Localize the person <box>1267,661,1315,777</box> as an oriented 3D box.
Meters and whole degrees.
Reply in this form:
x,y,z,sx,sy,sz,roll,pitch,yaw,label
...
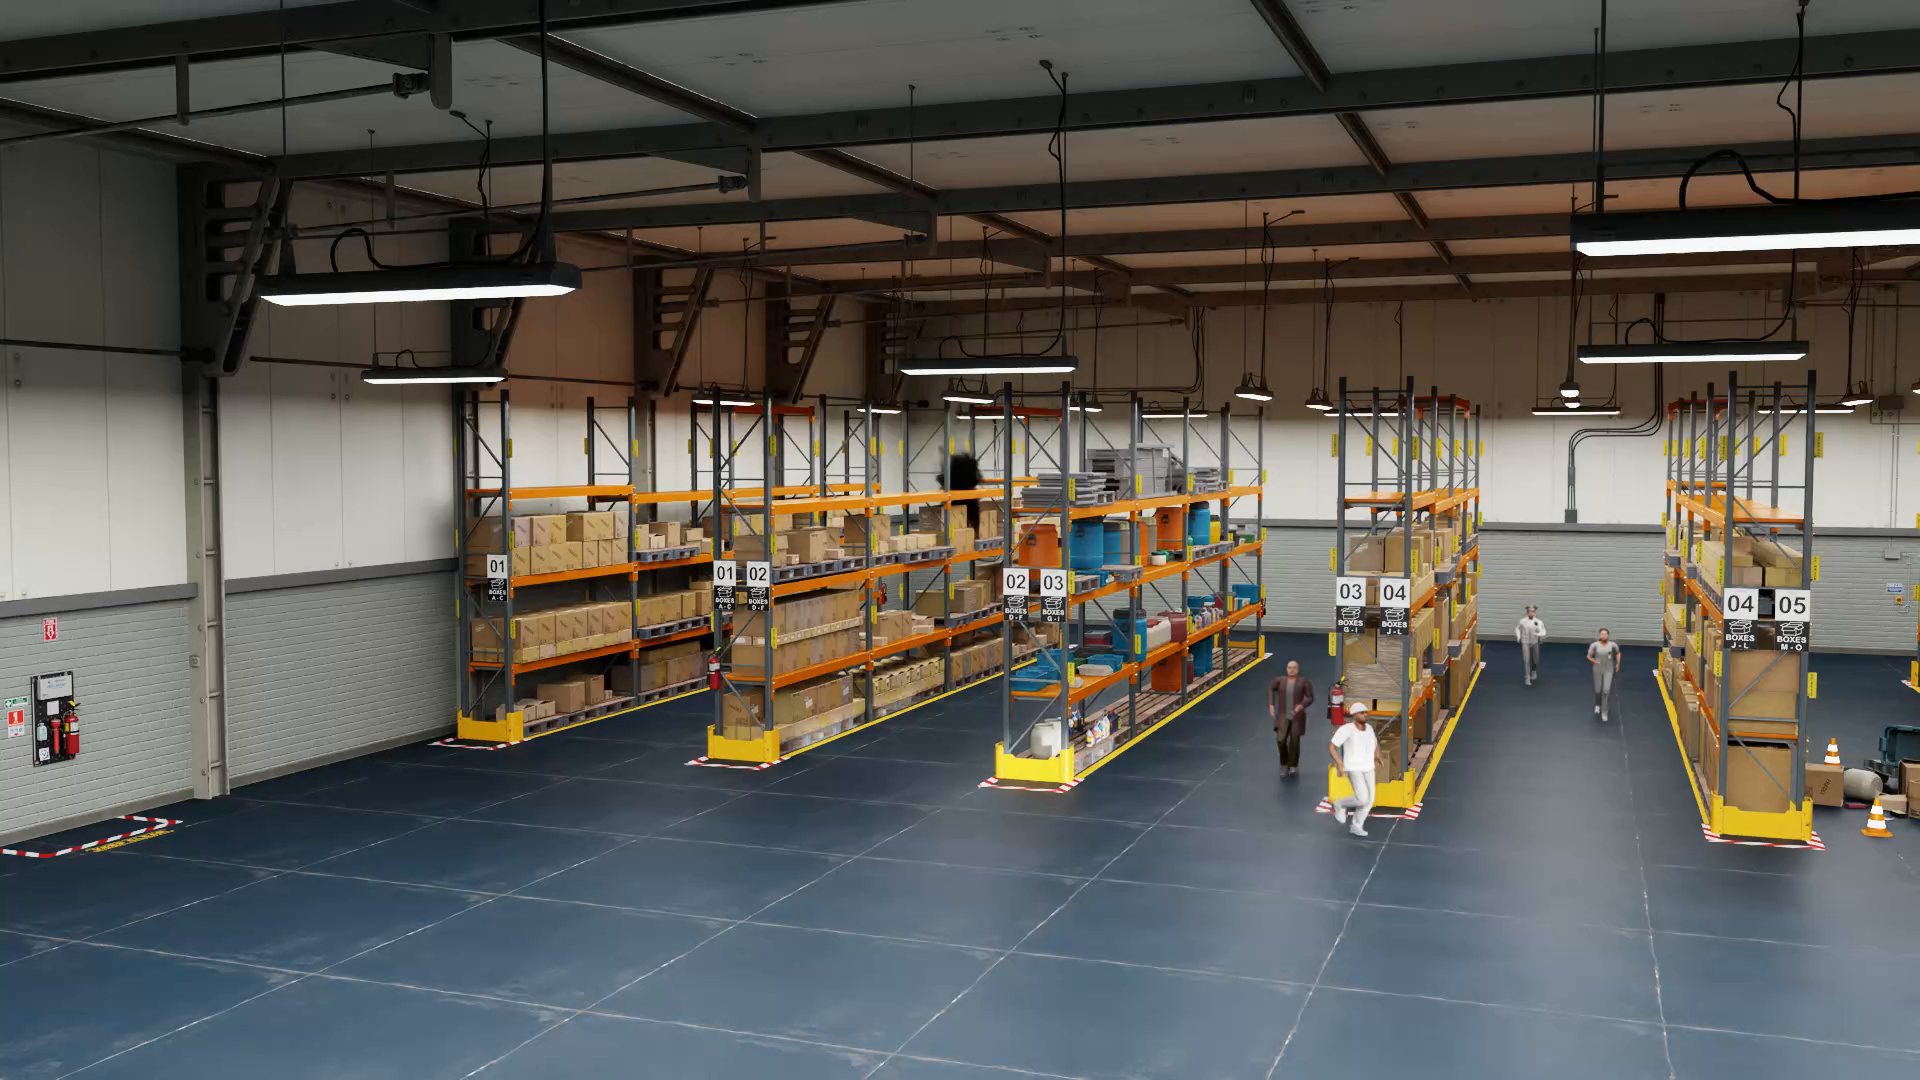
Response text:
x,y,z,sx,sy,sz,roll,pitch,yaw,label
5.039,2.743,25.397,0.733,1.805,0.679,1,3,19,person

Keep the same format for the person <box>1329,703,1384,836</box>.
x,y,z,sx,sy,sz,roll,pitch,yaw,label
5.165,2.963,21.551,0.715,1.719,0.589,-2,4,-27,person

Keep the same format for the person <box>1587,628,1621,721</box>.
x,y,z,sx,sy,sz,roll,pitch,yaw,label
11.951,2.466,30.879,0.587,1.688,0.848,1,3,19,person

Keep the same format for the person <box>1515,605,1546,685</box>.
x,y,z,sx,sy,sz,roll,pitch,yaw,label
12.098,2.209,35.277,0.623,1.670,0.857,1,3,19,person
